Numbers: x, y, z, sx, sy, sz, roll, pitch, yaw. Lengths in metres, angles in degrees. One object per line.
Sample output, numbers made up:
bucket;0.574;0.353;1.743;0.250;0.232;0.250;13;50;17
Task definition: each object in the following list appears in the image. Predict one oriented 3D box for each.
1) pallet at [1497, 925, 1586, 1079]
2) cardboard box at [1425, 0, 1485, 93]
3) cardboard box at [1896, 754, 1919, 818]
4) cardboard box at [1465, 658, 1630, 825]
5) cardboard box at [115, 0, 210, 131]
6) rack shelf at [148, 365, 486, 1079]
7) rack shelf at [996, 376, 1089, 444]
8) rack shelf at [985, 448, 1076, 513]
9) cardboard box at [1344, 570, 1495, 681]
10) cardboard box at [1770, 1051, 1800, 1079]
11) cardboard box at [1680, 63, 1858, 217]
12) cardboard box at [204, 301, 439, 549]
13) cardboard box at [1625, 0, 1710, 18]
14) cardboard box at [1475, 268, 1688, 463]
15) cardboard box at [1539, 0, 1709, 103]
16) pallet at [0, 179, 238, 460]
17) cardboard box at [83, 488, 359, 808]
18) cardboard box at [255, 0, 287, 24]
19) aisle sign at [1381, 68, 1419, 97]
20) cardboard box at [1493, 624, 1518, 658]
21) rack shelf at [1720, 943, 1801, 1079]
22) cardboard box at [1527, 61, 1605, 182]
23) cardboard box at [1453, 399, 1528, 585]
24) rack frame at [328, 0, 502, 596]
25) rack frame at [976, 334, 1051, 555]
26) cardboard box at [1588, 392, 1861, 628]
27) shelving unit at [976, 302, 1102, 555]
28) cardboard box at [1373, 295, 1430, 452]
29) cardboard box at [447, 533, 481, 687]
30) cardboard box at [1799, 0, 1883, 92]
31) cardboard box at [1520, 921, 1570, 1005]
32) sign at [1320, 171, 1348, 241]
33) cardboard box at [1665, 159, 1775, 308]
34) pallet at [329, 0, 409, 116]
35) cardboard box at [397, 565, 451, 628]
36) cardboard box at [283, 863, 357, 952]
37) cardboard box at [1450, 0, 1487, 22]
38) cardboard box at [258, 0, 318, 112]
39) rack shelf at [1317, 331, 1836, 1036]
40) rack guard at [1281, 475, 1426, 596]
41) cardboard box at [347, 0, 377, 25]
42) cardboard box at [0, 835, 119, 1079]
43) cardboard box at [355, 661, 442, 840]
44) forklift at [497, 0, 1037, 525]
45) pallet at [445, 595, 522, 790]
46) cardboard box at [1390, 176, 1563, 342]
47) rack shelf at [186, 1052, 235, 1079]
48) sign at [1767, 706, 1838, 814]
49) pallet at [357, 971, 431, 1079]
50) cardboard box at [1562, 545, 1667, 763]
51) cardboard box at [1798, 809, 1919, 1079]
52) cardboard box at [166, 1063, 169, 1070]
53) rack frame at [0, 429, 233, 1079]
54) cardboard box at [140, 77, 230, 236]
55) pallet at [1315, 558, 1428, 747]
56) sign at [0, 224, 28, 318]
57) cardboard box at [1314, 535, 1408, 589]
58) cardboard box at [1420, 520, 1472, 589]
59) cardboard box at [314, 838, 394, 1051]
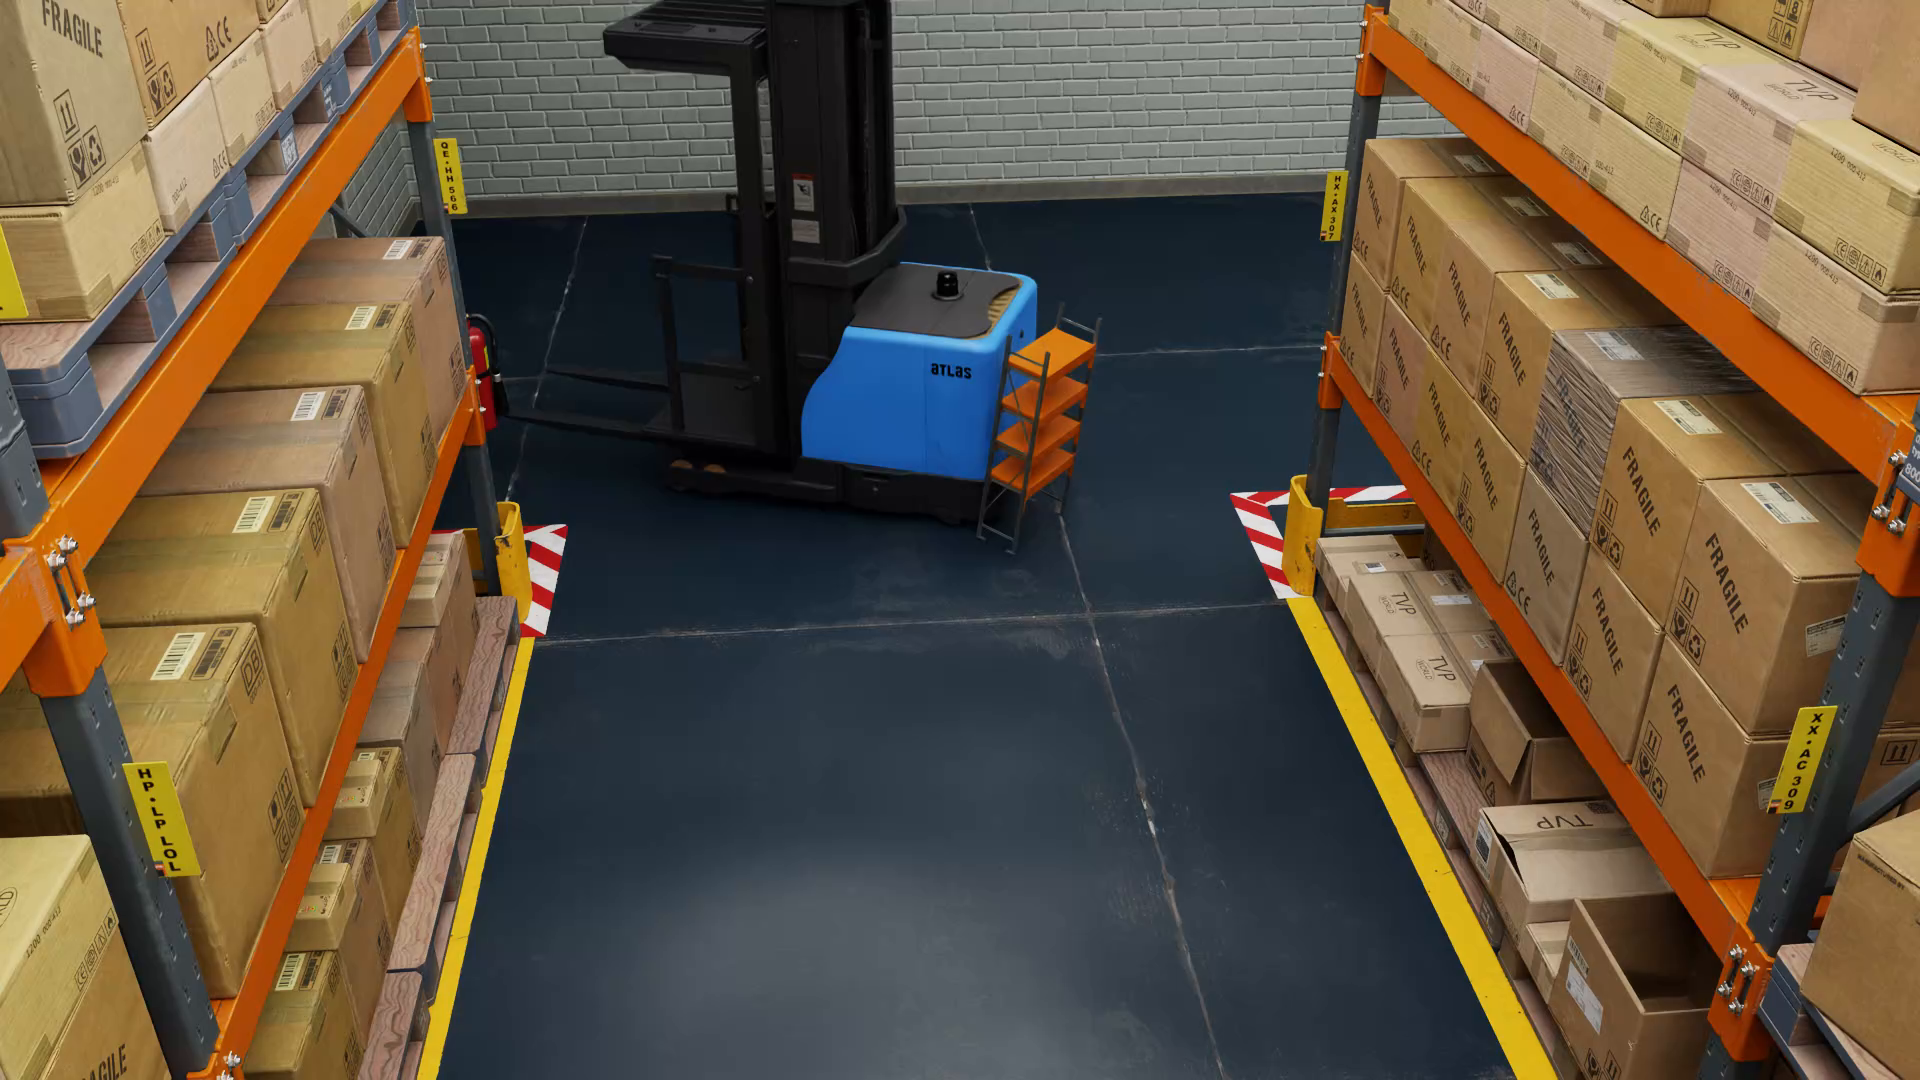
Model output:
pallet;2.541;1.729;5.649;1.003;0.211;1.213;-3;31;-5
cardboard box;2.059;-1.852;6.147;0.500;0.250;0.500;-3;31;-5
cardboard box;2.828;0.567;4.779;0.500;0.500;0.500;-2;31;-3
cardboard box;2.424;0.807;6.479;0.797;0.503;0.637;-3;31;-5
cardboard box;-2.169;-1.286;3.960;0.500;0.500;0.500;-3;31;-6
rack shelf;-2.514;0.410;5.840;1.077;0.370;4.000;-3;31;-5
rack shelf;0.414;-0.686;8.399;0.258;0.148;0.480;27;39;24
rack shelf;0.364;-0.346;8.643;0.258;0.148;0.480;27;39;24
cardboard box;2.046;0.379;7.443;0.500;0.250;0.500;-3;31;-5
cardboard box;2.781;1.624;5.299;0.500;0.311;0.500;-3;31;-5
cardboard box;2.245;-1.046;4.309;0.500;0.250;0.500;-3;31;-5
cardboard box;-2.564;-0.418;6.232;0.980;0.700;0.700;-3;31;-5
cardboard box;2.364;-1.888;4.989;0.700;0.500;0.500;-3;31;-5
cardboard box;2.156;-0.611;5.775;0.500;0.500;0.500;-3;31;-5
cardboard box;2.155;-1.556;5.164;0.500;0.250;0.500;-3;31;-5
pallet;-2.393;-0.546;3.900;1.003;0.211;1.213;-3;31;-5
cardboard box;-2.424;0.343;4.959;0.980;0.700;0.700;-4;31;-6
cardboard box;-2.268;-1.806;4.831;0.500;0.500;0.500;-4;31;-7
aisle sign;1.932;-2.296;7.134;0.394;0.787;0.004;-3;31;-5
cardboard box;2.586;0.585;7.099;0.500;0.250;0.500;-3;31;-5
rack shelf;2.791;2.213;2.822;1.077;0.370;4.000;-3;31;-5
cardboard box;2.161;-1.342;5.293;0.500;0.250;0.500;-3;31;-5
cardboard box;2.152;-0.188;6.042;0.500;0.500;0.500;-2;31;-4
rack frame;-2.701;-0.920;7.365;1.000;3.000;0.127;-3;31;-5
rack frame;0.258;-0.456;8.316;0.240;1.200;0.015;27;39;24
cardboard box;2.249;-0.096;4.914;0.500;0.500;0.500;-3;31;-6
shelving unit;0.395;-0.560;8.489;0.258;1.200;0.503;27;39;24
cardboard box;2.063;-0.700;6.899;0.500;0.500;0.500;-3;31;-5
cardboard box;-2.536;0.325;7.308;0.700;0.500;0.500;-3;31;-5
cardboard box;2.615;-1.386;4.147;0.700;0.500;0.500;-3;31;-5
cardboard box;2.174;1.452;5.745;0.380;0.149;0.250;-3;31;-5
sign;1.690;-1.505;7.500;0.100;0.325;0.005;-3;31;-5
cardboard box;2.258;-0.832;4.438;0.500;0.250;0.500;-3;31;-5
pallet;-2.621;-1.791;5.985;1.003;0.211;1.213;-3;31;-5
cardboard box;-2.318;0.234;6.828;0.380;0.149;0.250;-2;31;-3
cardboard box;-2.145;1.166;5.268;0.380;0.149;0.250;-2;31;-3
cardboard box;2.059;-2.067;6.019;0.500;0.250;0.500;-3;31;-5
cardboard box;-2.265;-1.474;5.007;0.500;0.250;0.500;-4;31;-6
rack shelf;2.418;0.171;6.241;1.077;0.370;4.000;-3;31;-5
rack guard;2.238;-0.047;8.342;1.175;0.500;0.348;-3;31;-5
cardboard box;-2.368;-2.005;5.896;0.500;0.250;0.500;-2;31;-3
cardboard box;-2.029;0.847;3.268;0.500;0.250;0.500;-2;31;-3
cardboard box;-2.442;0.838;6.451;0.700;0.500;0.500;-4;31;-6
forklift;-1.139;-1.754;8.828;3.031;2.935;1.130;8;32;14
pallet;-2.548;0.682;7.403;1.003;0.211;1.213;-3;31;-5
cardboard box;2.066;-1.126;6.637;0.500;0.500;0.500;-2;31;-4
rack shelf;-2.140;2.452;2.421;1.077;0.370;4.000;-3;31;-5
sign;2.065;0.541;4.075;0.100;0.325;0.005;-3;31;-5
pallet;-2.320;1.927;5.317;1.003;0.211;1.213;-3;31;-5
cardboard box;2.253;0.334;5.168;0.500;0.500;0.500;-2;31;-3
cardboard box;2.426;0.912;3.790;0.700;0.500;0.500;-13;33;-21
cardboard box;-2.479;1.433;4.821;0.380;0.149;0.250;-3;31;-5
rack frame;-2.327;1.122;3.946;1.000;3.000;0.127;-3;31;-5
cardboard box;-2.163;-0.951;4.131;0.500;0.250;0.500;-3;31;-6
pallet;2.313;0.484;7.734;1.003;0.211;1.213;-3;31;-5
sign;-1.788;-0.554;3.015;0.100;0.325;0.005;-3;31;-5
cardboard box;1.928;0.106;7.998;0.380;0.149;0.250;-3;31;-5
cardboard box;2.527;-0.009;7.849;0.500;0.500;0.500;-3;31;-5
cardboard box;-2.339;1.372;5.557;0.700;0.500;0.500;-3;31;-5
